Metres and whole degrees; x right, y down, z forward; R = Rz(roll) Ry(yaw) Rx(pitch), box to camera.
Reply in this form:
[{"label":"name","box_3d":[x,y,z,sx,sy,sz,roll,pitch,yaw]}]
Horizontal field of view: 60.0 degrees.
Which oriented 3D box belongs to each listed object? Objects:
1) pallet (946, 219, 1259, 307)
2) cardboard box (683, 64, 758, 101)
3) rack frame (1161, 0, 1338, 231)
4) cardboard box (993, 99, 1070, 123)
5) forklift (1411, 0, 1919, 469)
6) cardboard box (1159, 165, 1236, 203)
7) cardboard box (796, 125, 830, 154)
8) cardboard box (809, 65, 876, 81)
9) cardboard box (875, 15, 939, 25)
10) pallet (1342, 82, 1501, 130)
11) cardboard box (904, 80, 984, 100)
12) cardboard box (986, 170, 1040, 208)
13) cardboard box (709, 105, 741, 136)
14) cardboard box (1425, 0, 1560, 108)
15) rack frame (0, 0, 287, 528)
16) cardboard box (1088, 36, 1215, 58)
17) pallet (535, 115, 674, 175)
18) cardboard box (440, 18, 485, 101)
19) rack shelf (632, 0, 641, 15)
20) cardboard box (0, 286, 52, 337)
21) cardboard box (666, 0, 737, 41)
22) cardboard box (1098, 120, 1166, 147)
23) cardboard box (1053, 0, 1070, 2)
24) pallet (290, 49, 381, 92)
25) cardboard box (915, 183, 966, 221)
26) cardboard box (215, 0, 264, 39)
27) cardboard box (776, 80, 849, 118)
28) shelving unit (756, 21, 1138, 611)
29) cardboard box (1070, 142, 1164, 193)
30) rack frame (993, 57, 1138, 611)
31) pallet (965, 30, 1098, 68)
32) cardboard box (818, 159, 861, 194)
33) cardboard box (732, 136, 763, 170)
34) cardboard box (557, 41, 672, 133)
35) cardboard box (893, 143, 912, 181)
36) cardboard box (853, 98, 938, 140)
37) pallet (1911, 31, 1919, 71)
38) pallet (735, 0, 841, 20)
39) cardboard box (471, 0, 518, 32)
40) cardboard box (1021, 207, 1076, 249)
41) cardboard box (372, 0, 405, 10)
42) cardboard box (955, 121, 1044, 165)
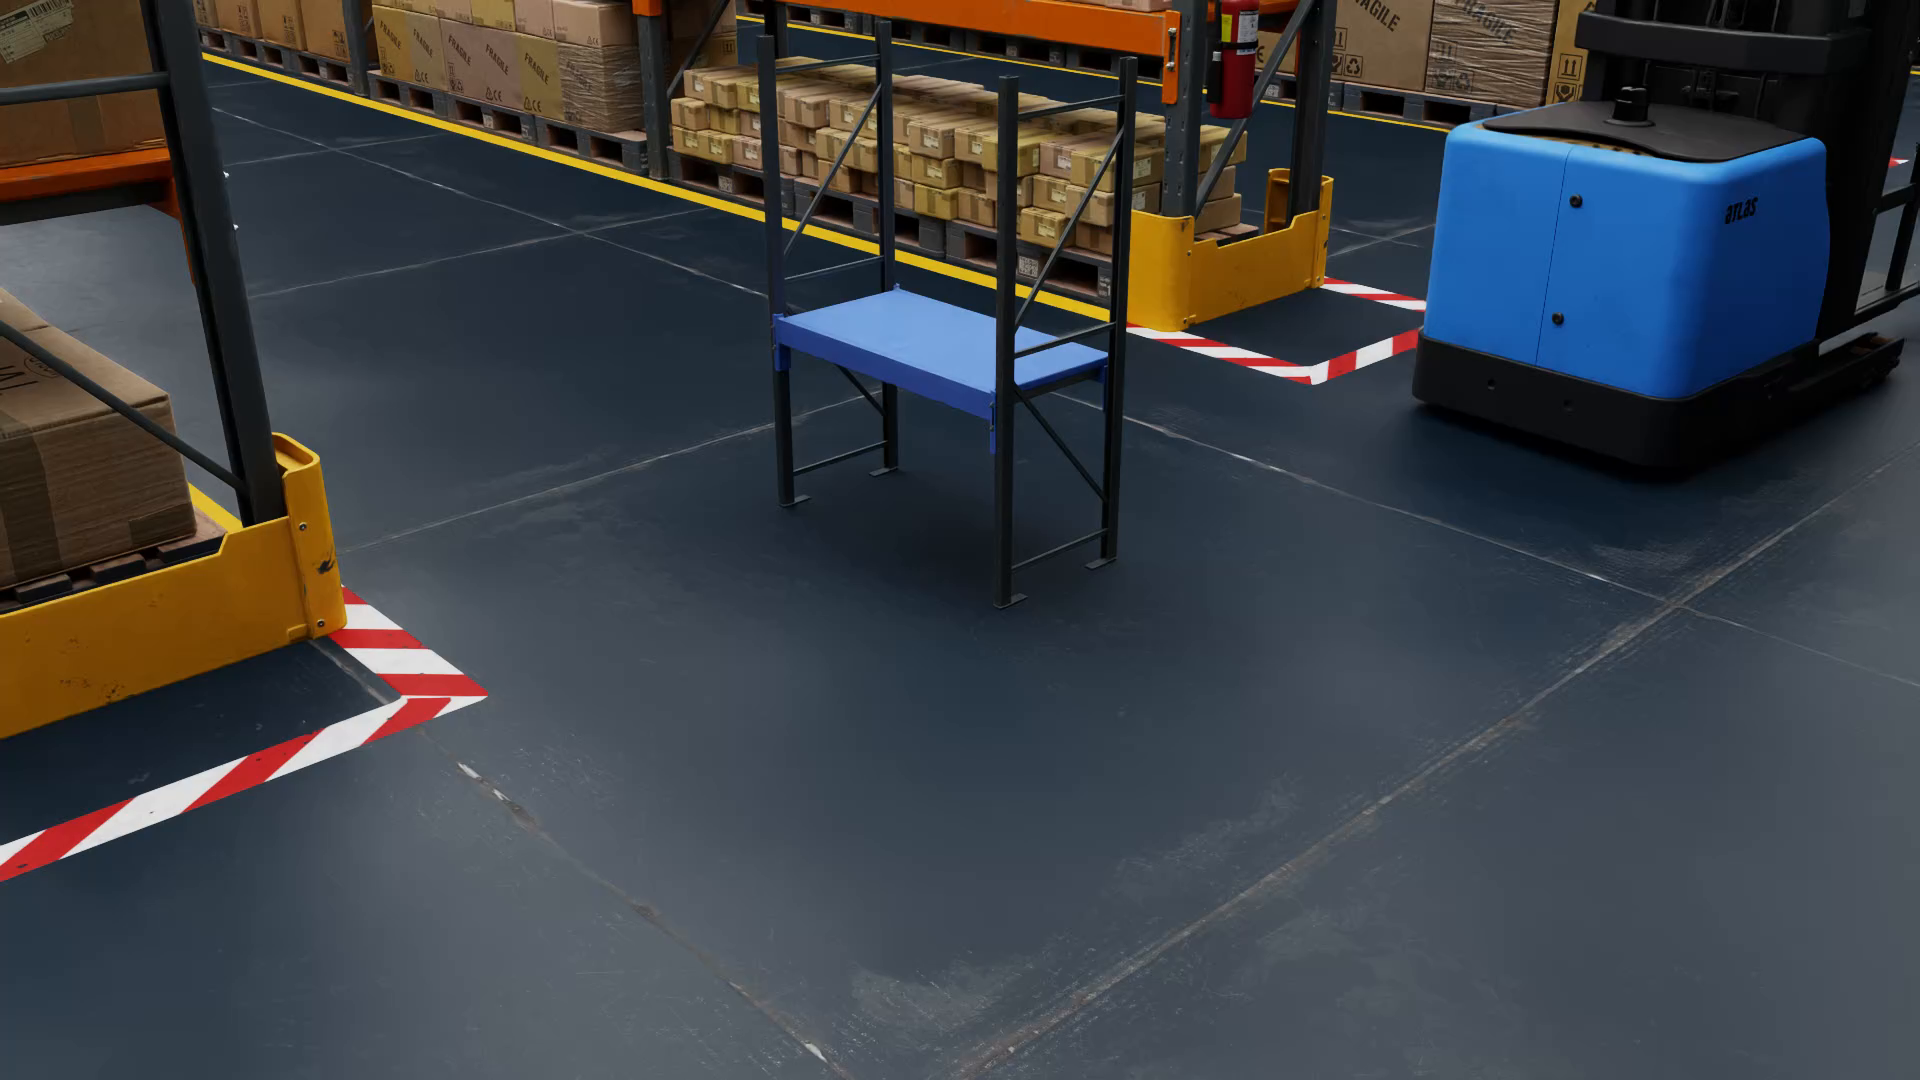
[{"label":"pallet","box_3d":[0.688,-1.461,8.198,1.003,0.211,1.213,-21,32,-38]},{"label":"cardboard box","box_3d":[-1.381,-2.664,9.687,0.380,0.149,0.250,-20,31,-36]},{"label":"rack frame","box_3d":[1.269,-2.450,7.007,1.000,3.000,0.127,-21,32,-38]},{"label":"cardboard box","box_3d":[0.391,-2.170,8.606,0.380,0.149,0.250,-20,31,-37]},{"label":"forklift","box_3d":[3.144,-2.073,6.263,3.031,2.935,1.130,-20,31,-37]},{"label":"cardboard box","box_3d":[1.098,-1.711,7.957,0.380,0.149,0.250,-20,31,-36]},{"label":"cardboard box","box_3d":[-0.666,-2.203,9.036,0.380,0.149,0.250,-19,31,-36]},{"label":"cardboard box","box_3d":[-0.653,-2.653,9.664,0.380,0.149,0.250,-22,32,-39]},{"label":"cardboard box","box_3d":[-0.053,-5.260,15.220,0.875,0.875,1.225,22,32,39]},{"label":"pallet","box_3d":[3.525,-3.148,11.895,1.003,0.211,1.213,-21,32,-38]},{"label":"cardboard box","box_3d":[-0.087,-2.419,9.150,0.250,0.149,0.380,22,33,40]},{"label":"cardboard box","box_3d":[0.343,-1.715,7.967,0.250,0.149,0.380,22,33,40]},{"label":"cardboard box","box_3d":[-1.212,-2.440,9.554,0.380,0.149,0.250,-21,32,-38]},{"label":"cardboard box","box_3d":[3.841,-3.498,11.358,0.875,0.875,0.875,-21,32,-38]},{"label":"rack frame","box_3d":[-2.275,-1.015,3.862,1.000,3.000,0.127,-21,32,-38]},{"label":"cardboard box","box_3d":[1.773,-4.451,13.447,1.225,0.875,0.875,-21,32,-38]},{"label":"pallet","box_3d":[-1.998,-2.629,10.758,1.003,0.211,1.213,-21,32,-38]},{"label":"cardboard box","box_3d":[-3.201,-3.336,11.453,0.500,0.500,0.500,-22,33,-40]},{"label":"rack shelf","box_3d":[-2.832,-3.941,11.141,1.077,0.370,4.000,-21,32,-38]},{"label":"cardboard box","box_3d":[-3.431,-0.487,5.285,0.875,0.438,0.875,-20,31,-37]},{"label":"cardboard box","box_3d":[-1.777,-3.356,10.594,0.500,0.250,0.500,22,33,39]},{"label":"cardboard box","box_3d":[0.883,-1.919,8.056,0.380,0.149,0.250,-21,32,-38]},{"label":"cardboard box","box_3d":[0.515,-2.512,7.446,0.380,0.149,0.250,-22,32,-39]},{"label":"pallet","box_3d":[-4.683,-3.866,13.469,1.003,0.211,1.213,-21,32,-38]},{"label":"cardboard box","box_3d":[-0.009,-1.729,8.354,0.250,0.149,0.380,22,33,39]},{"label":"cardboard box","box_3d":[-5.787,-4.797,14.357,1.050,0.750,0.750,-21,32,-38]},{"label":"cardboard box","box_3d":[-0.832,-2.428,9.171,0.380,0.149,0.250,-22,33,-40]},{"label":"shelving unit","box_3d":[-0.058,-0.708,4.995,0.538,1.500,1.048,-21,32,-38]},{"label":"cardboard box","box_3d":[0.722,-1.703,7.582,0.380,0.149,0.250,-21,32,-38]},{"label":"rack frame","box_3d":[0.289,-0.554,4.658,0.500,1.500,0.032,-21,32,-38]},{"label":"pallet","box_3d":[0.804,-4.352,14.535,1.003,0.211,1.213,-21,32,-38]},{"label":"cardboard box","box_3d":[-0.534,-1.973,8.890,0.380,0.149,0.250,-22,33,-40]},{"label":"cardboard box","box_3d":[-1.061,-2.213,9.417,0.380,0.149,0.250,-21,32,-39]},{"label":"cardboard box","box_3d":[-2.155,-2.869,10.430,0.500,0.500,0.500,-22,32,-39]},{"label":"cardboard box","box_3d":[-0.182,-1.952,8.484,0.380,0.149,0.250,-19,31,-36]},{"label":"cardboard box","box_3d":[-0.331,-2.183,8.633,0.380,0.149,0.250,-21,32,-38]},{"label":"pallet","box_3d":[8.039,-4.224,14.255,1.003,0.211,1.213,-21,32,-38]},{"label":"pallet","box_3d":[-1.872,-5.588,17.246,1.003,0.211,1.213,-21,32,-38]},{"label":"cardboard box","box_3d":[-2.872,-3.527,10.969,0.500,0.250,0.500,22,33,39]},{"label":"cardboard box","box_3d":[0.507,-1.494,7.839,0.380,0.149,0.250,-20,31,-37]},{"label":"cardboard box","box_3d":[-3.904,-3.991,11.987,0.500,0.250,0.500,22,32,39]},{"label":"cardboard box","box_3d":[0.192,-1.935,8.089,0.250,0.149,0.380,22,33,40]}]
